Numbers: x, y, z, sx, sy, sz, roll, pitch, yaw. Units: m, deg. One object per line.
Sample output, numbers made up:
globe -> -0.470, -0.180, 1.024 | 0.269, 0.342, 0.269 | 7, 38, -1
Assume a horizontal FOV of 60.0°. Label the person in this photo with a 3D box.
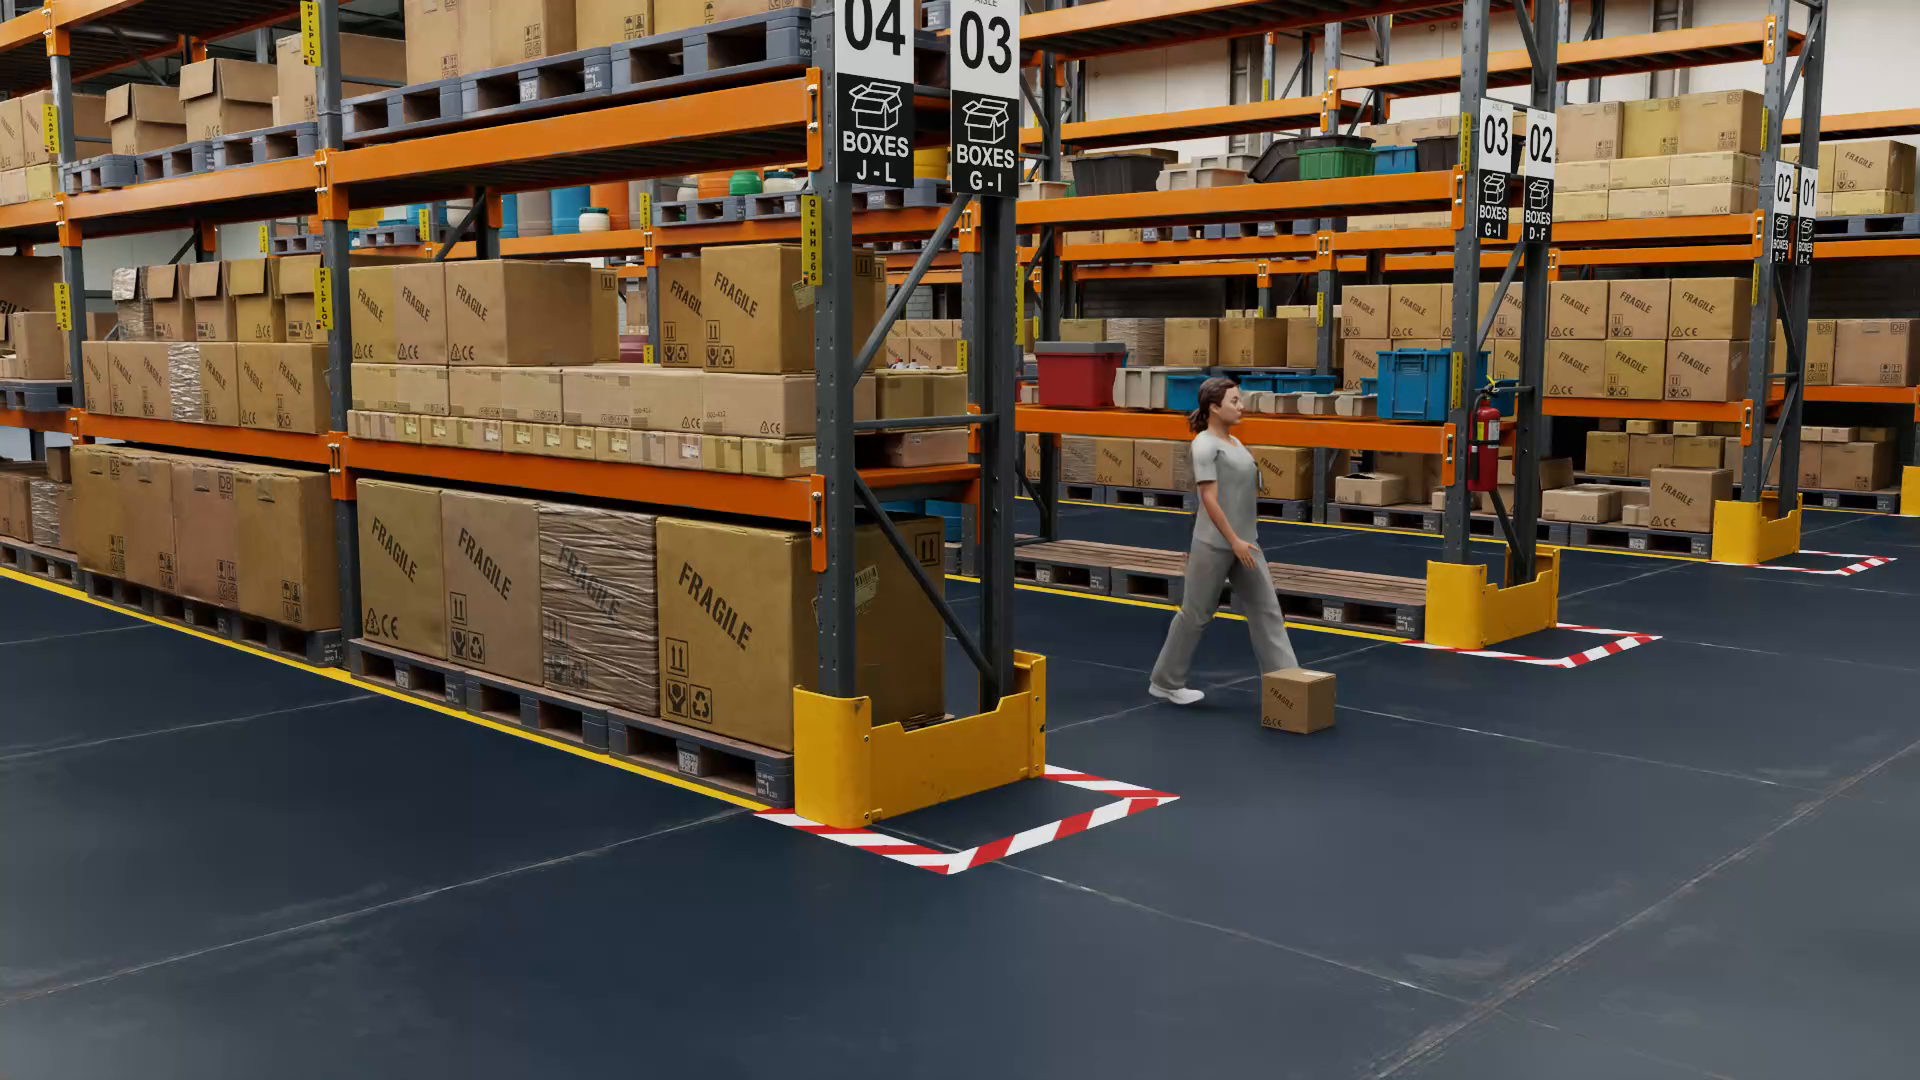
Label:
person -> 1.351, 0.024, 8.090 | 0.918, 1.627, 0.452 | 6, 9, 38
